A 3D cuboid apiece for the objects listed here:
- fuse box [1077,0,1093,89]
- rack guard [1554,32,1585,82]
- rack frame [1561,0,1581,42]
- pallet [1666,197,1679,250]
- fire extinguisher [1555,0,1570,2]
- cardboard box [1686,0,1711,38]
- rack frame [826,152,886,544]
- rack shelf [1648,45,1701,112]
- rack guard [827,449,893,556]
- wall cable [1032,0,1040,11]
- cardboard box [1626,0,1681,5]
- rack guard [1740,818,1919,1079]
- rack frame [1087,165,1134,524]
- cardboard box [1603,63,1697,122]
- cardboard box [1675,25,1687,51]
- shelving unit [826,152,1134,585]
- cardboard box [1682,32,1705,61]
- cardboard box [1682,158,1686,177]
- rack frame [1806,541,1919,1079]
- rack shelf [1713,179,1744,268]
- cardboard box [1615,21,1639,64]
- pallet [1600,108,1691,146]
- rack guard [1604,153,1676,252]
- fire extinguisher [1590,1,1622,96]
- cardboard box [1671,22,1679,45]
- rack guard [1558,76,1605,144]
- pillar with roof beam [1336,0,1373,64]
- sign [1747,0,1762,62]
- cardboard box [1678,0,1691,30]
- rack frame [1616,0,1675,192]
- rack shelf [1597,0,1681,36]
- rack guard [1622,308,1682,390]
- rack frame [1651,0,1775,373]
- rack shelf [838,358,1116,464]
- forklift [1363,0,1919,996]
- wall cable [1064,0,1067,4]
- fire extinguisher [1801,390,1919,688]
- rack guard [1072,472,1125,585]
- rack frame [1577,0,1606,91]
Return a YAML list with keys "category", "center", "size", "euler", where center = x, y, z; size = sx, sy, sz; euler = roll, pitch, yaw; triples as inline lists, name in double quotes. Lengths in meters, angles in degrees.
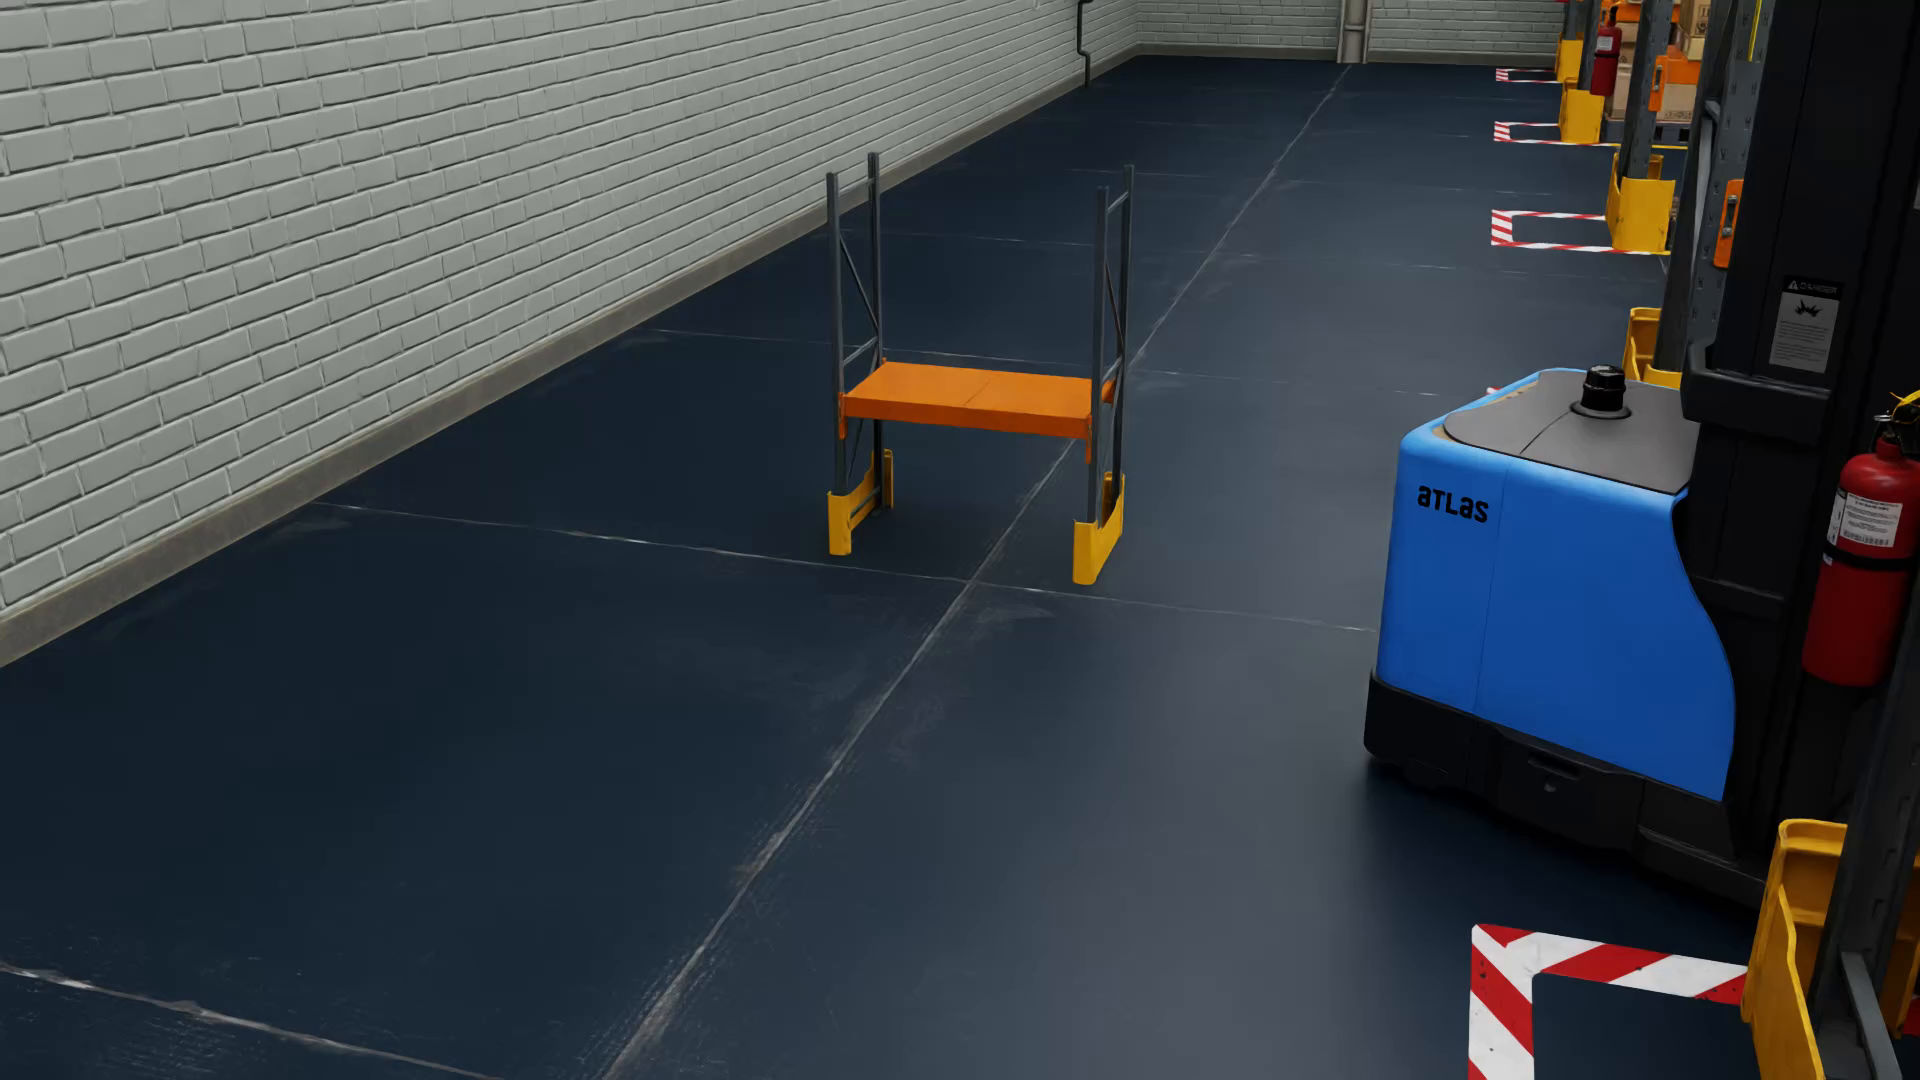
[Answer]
- category: "fuse box"
  center: [1.562, -6.215, 19.666]
  size: [0.414, 1.711, 0.539]
  euler: [7, 23, 16]
- category: "rack guard"
  center: [7.723, -6.093, 20.966]
  size: [0.348, 0.500, 1.175]
  euler: [7, 23, 16]
- category: "rack frame"
  center: [7.651, -7.258, 20.511]
  size: [0.127, 3.000, 1.000]
  euler: [7, 23, 16]
- category: "pallet"
  center: [5.728, -2.244, 11.963]
  size: [1.213, 0.211, 1.003]
  euler: [7, 23, 16]
- category: "fire extinguisher"
  center: [7.376, -6.898, 20.227]
  size: [0.183, 0.674, 0.296]
  euler: [7, 23, 16]
- category: "cardboard box"
  center: [5.237, -3.679, 11.262]
  size: [0.500, 0.500, 0.500]
  euler: [8, 24, 18]
- category: "rack frame"
  center: [-0.405, -0.740, 6.598]
  size: [0.032, 1.500, 0.500]
  euler: [7, 23, 16]
- category: "rack shelf"
  center: [6.802, -3.092, 11.304]
  size: [4.000, 0.370, 1.077]
  euler: [7, 23, 16]
- category: "rack guard"
  center: [-0.404, -0.162, 6.835]
  size: [0.087, 0.250, 0.587]
  euler: [7, 23, 16]
- category: "wall cable"
  center: [0.815, -6.548, 17.401]
  size: [0.123, 1.953, 0.585]
  euler: [7, 23, 16]
- category: "cardboard box"
  center: [6.597, -5.343, 15.712]
  size: [0.500, 0.500, 0.500]
  euler: [6, 23, 15]
- category: "rack guard"
  center: [1.900, 1.105, 3.418]
  size: [0.348, 0.500, 1.175]
  euler: [7, 23, 16]
- category: "rack frame"
  center: [0.568, -0.629, 6.327]
  size: [0.032, 1.500, 0.500]
  euler: [7, 23, 16]
- category: "cardboard box"
  center: [6.881, -4.427, 16.433]
  size: [0.875, 0.438, 0.875]
  euler: [6, 23, 14]
- category: "cardboard box"
  center: [5.281, -3.595, 11.913]
  size: [0.250, 0.149, 0.380]
  euler: [7, 23, 16]
- category: "shelving unit"
  center: [0.073, -0.686, 6.465]
  size: [1.083, 1.500, 0.587]
  euler: [7, 23, 16]
- category: "cardboard box"
  center: [5.103, -3.374, 11.373]
  size: [0.250, 0.149, 0.380]
  euler: [6, 23, 15]
- category: "cardboard box"
  center: [5.475, -2.703, 12.219]
  size: [0.250, 0.149, 0.380]
  euler: [6, 23, 14]
- category: "rack frame"
  center: [1.927, -0.054, 2.949]
  size: [0.127, 3.000, 1.000]
  euler: [7, 23, 16]
- category: "rack shelf"
  center: [5.273, -1.301, 6.938]
  size: [4.000, 0.370, 1.077]
  euler: [7, 23, 16]
- category: "cardboard box"
  center: [8.209, -6.196, 20.658]
  size: [0.637, 0.503, 0.797]
  euler: [6, 23, 13]
- category: "pallet"
  center: [7.009, -4.105, 16.499]
  size: [1.213, 0.211, 1.003]
  euler: [7, 23, 16]
- category: "rack guard"
  center: [4.960, -2.480, 12.156]
  size: [0.348, 0.500, 1.175]
  euler: [7, 23, 16]
- category: "fire extinguisher"
  center: [4.779, -3.631, 12.264]
  size: [0.183, 0.674, 0.296]
  euler: [7, 23, 16]
- category: "cardboard box"
  center: [9.016, -6.086, 20.396]
  size: [0.500, 0.500, 0.700]
  euler: [8, 23, 18]
- category: "rack guard"
  center: [6.197, -4.300, 16.595]
  size: [0.348, 0.500, 1.175]
  euler: [7, 23, 16]
- category: "pillar with roof beam"
  center: [4.086, -9.092, 17.079]
  size: [0.400, 9.000, 9.100]
  euler: [7, 23, 16]
- category: "sign"
  center: [3.192, -2.090, 6.667]
  size: [0.005, 0.325, 0.100]
  euler: [7, 23, 16]
- category: "cardboard box"
  center: [5.392, -3.873, 11.735]
  size: [0.500, 0.500, 0.500]
  euler: [7, 23, 17]
- category: "rack frame"
  center: [4.887, -3.645, 11.702]
  size: [0.127, 3.000, 1.000]
  euler: [7, 23, 16]
- category: "rack shelf"
  center: [8.135, -4.902, 15.716]
  size: [4.000, 0.370, 1.077]
  euler: [7, 23, 16]
- category: "rack guard"
  center: [3.335, -0.700, 7.817]
  size: [0.348, 0.500, 1.175]
  euler: [7, 23, 16]
- category: "rack frame"
  center: [3.358, -1.853, 7.336]
  size: [0.127, 3.000, 1.000]
  euler: [7, 23, 16]
- category: "rack shelf"
  center: [0.082, -0.518, 6.531]
  size: [1.000, 0.185, 0.538]
  euler: [7, 23, 16]
- category: "forklift"
  center: [2.647, -0.413, 3.915]
  size: [3.031, 2.935, 1.130]
  euler: [20, 29, 39]
- category: "wall cable"
  center: [1.214, -7.050, 18.667]
  size: [0.122, 1.984, 0.588]
  euler: [7, 23, 16]
- category: "fire extinguisher"
  center: [1.914, -0.027, 3.477]
  size: [0.183, 0.674, 0.296]
  euler: [7, 23, 16]
- category: "rack guard"
  center: [0.550, -0.053, 6.569]
  size: [0.087, 0.250, 0.587]
  euler: [7, 23, 16]
- category: "rack frame"
  center: [6.220, -5.454, 16.114]
  size: [0.127, 3.000, 1.000]
  euler: [7, 23, 16]
